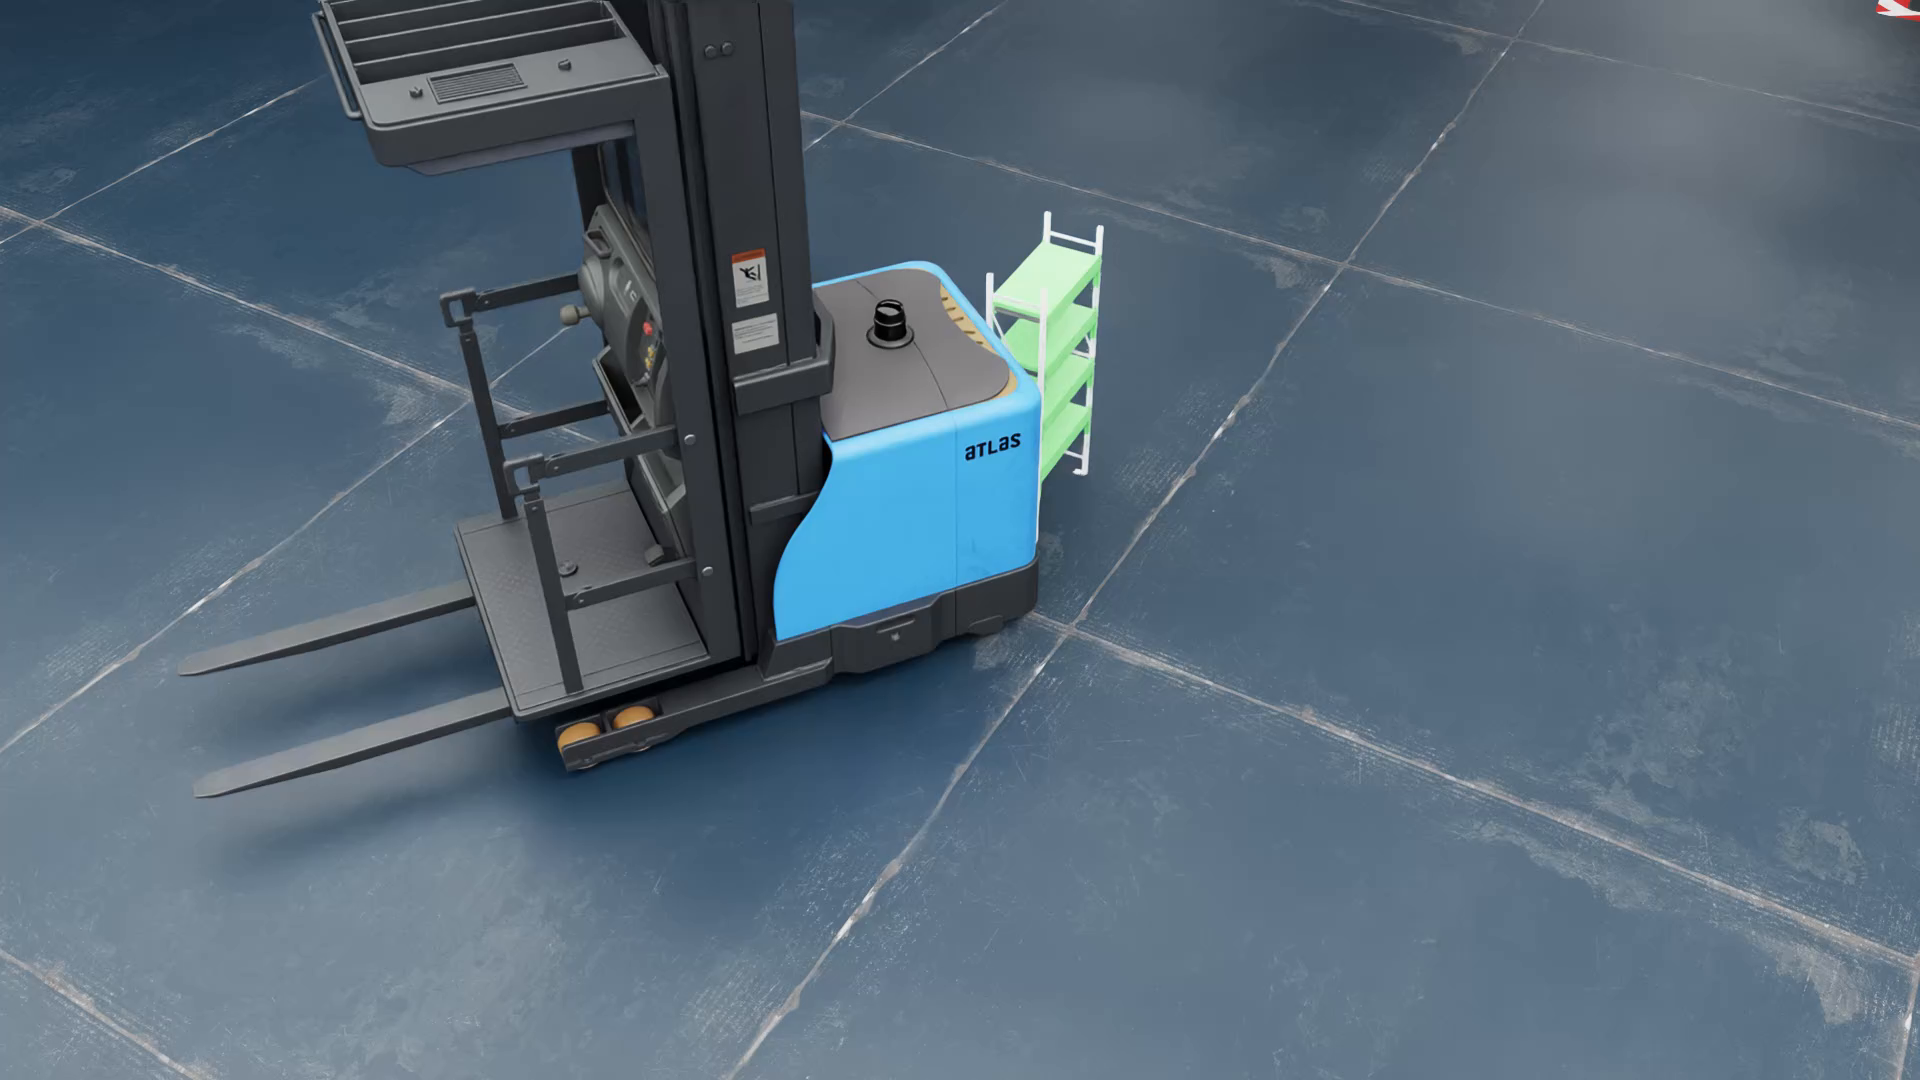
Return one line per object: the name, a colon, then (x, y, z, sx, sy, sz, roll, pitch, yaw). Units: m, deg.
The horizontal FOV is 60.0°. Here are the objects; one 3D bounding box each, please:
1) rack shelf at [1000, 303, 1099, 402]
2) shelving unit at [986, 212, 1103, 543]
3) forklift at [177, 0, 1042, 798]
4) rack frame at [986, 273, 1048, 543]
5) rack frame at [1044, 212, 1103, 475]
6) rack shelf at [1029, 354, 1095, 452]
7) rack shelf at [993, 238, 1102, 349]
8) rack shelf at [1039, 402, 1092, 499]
rack shelf: (0.319, -0.755, 6.433, 0.258, 0.148, 0.480, 19, 45, 20)
shelving unit: (0.319, -0.623, 6.549, 0.258, 1.200, 0.503, 19, 45, 20)
forklift: (-1.266, -0.696, 5.322, 3.031, 2.935, 1.130, -16, 44, -18)
rack frame: (0.206, -0.480, 6.387, 0.240, 1.200, 0.015, 19, 45, 20)
rack frame: (0.432, -0.765, 6.711, 0.240, 1.200, 0.015, 19, 45, 20)
rack shelf: (0.319, -0.575, 6.591, 0.258, 0.148, 0.480, 19, 45, 20)
rack shelf: (0.319, -0.935, 6.274, 0.258, 0.148, 0.480, 19, 45, 20)
rack shelf: (0.319, -0.395, 6.750, 0.258, 0.148, 0.480, 19, 45, 20)
